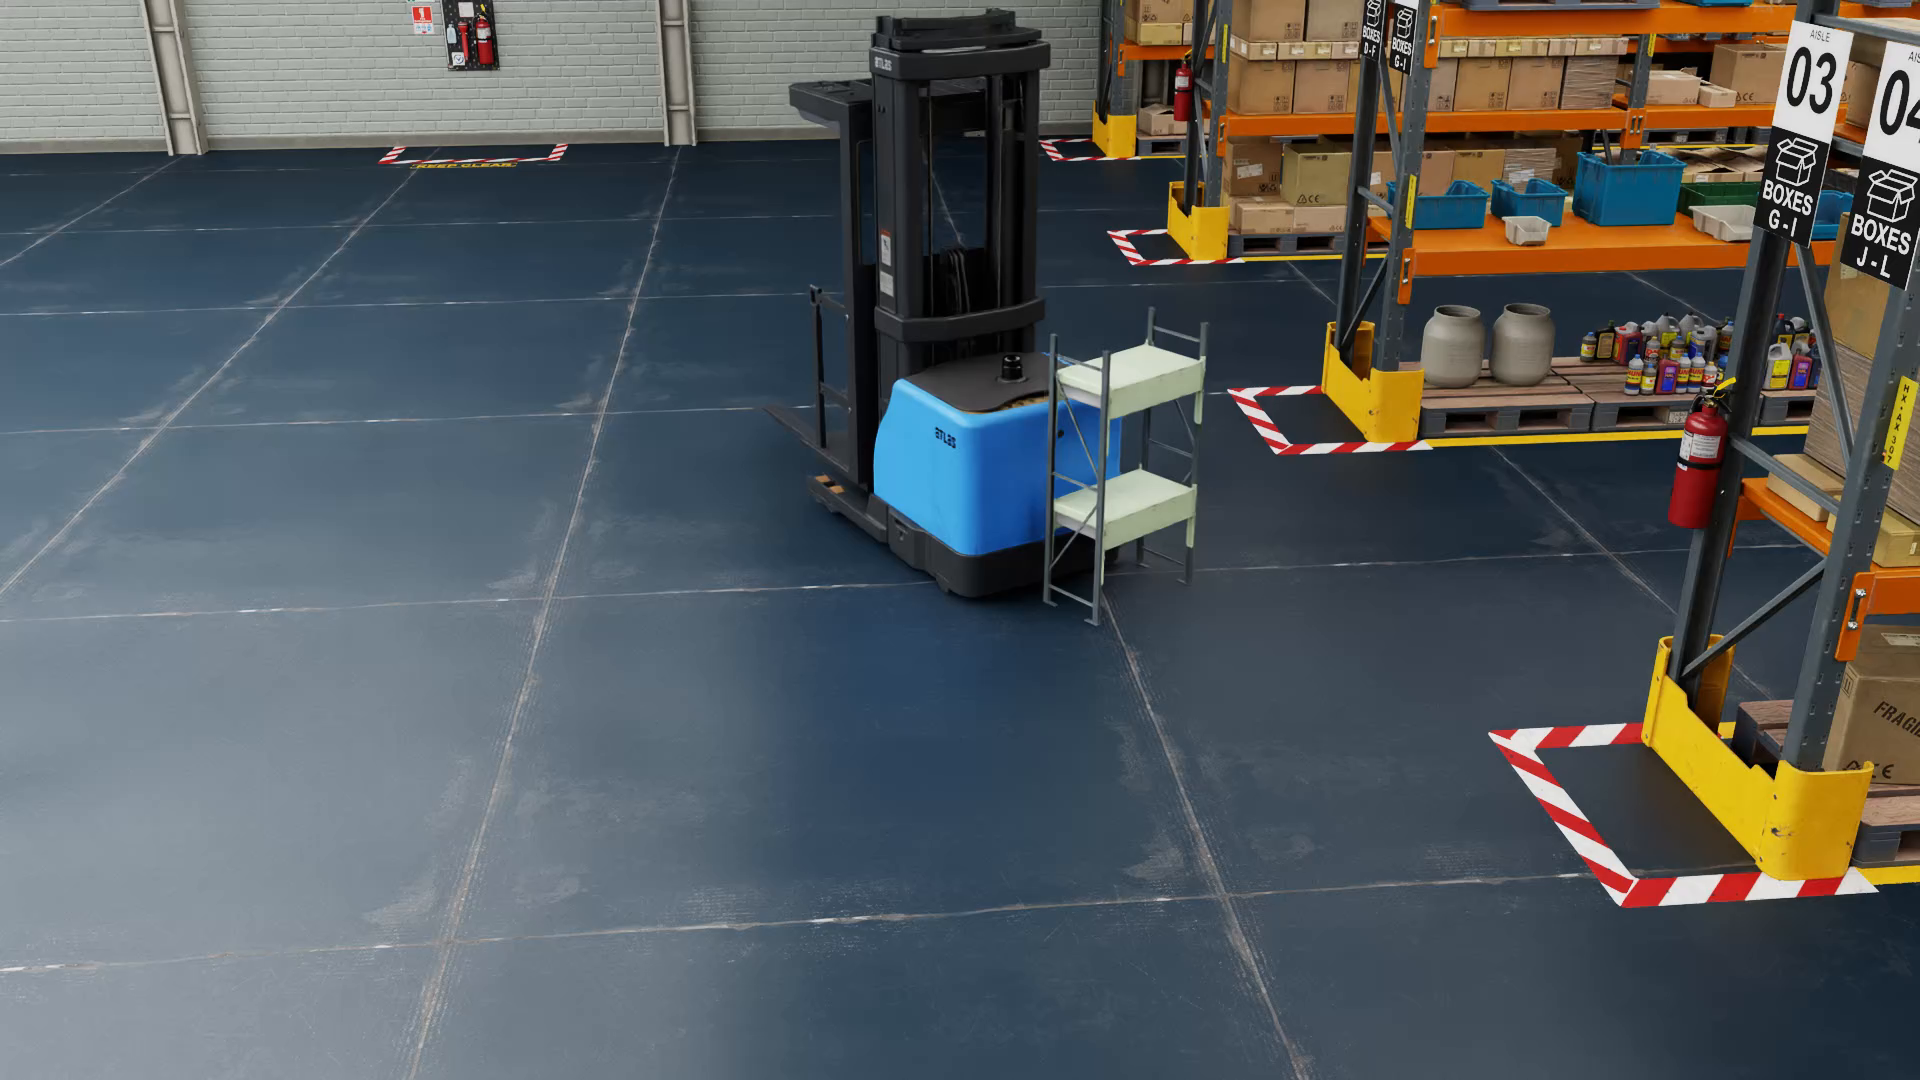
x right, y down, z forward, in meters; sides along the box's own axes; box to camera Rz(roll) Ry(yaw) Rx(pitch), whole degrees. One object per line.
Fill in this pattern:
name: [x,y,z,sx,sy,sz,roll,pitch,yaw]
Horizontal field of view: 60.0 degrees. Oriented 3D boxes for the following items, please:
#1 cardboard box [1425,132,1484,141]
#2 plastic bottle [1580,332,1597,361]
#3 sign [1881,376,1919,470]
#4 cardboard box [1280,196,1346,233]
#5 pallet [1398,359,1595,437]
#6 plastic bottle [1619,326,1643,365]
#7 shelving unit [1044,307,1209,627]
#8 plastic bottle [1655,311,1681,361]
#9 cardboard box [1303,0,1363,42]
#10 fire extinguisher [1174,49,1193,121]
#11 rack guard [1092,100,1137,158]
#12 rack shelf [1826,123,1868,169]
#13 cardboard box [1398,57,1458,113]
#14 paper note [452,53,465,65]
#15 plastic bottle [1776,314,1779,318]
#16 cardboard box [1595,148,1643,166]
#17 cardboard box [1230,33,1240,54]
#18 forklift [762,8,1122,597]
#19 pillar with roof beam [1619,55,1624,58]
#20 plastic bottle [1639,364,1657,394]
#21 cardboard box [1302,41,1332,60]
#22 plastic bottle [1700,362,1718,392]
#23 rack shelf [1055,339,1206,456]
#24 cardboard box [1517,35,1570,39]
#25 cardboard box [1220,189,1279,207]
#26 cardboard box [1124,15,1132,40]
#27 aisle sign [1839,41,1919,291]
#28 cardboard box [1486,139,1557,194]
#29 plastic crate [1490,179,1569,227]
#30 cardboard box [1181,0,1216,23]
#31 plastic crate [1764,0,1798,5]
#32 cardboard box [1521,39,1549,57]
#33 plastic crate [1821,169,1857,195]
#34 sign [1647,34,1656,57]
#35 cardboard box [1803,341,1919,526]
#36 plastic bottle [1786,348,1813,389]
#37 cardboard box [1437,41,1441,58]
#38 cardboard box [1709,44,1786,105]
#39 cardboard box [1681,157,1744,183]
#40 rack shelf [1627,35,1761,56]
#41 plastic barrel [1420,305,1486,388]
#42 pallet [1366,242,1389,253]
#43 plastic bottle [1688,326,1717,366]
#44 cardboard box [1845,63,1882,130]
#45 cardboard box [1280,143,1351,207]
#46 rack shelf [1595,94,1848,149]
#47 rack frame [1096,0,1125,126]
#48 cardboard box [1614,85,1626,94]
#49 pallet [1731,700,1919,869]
cardboard box: [4.818,-3.750,16.440,0.500,0.500,0.500,-2,24,-5]
plastic bottle: [4.592,-1.415,12.144,0.097,0.201,0.097,0,24,0]
sign: [3.348,-0.417,5.928,0.005,0.325,0.100,-2,24,-5]
cardboard box: [3.378,-3.133,15.974,0.500,0.250,0.500,-2,24,-5]
pallet: [3.688,-1.020,11.786,1.213,0.211,1.003,-2,24,-5]
plastic bottle: [4.857,-1.409,12.029,0.133,0.283,0.061,-2,24,-5]
shelving unit: [0.868,-0.393,8.785,0.755,1.500,0.431,-20,31,-37]
plastic bottle: [5.148,-1.496,12.143,0.185,0.351,0.144,-1,24,-3]
cardboard box: [3.366,-4.922,15.410,0.500,0.500,0.700,-3,24,-7]
fire extinguisher: [2.161,-4.392,16.034,0.183,0.674,0.296,-2,24,-5]
rack guard: [1.910,-5.107,20.626,0.348,0.500,1.175,-2,24,-5]
rack shelf: [5.285,-1.362,6.314,4.000,0.370,1.077,-2,24,-5]
cardboard box: [4.331,-4.367,15.758,0.500,0.500,0.700,-2,24,-4]
paper note: [-6.171,-5.920,20.460,0.142,0.148,0.016,-2,24,-5]
plastic bottle: [5.944,-1.528,12.215,0.185,0.351,0.144,-2,24,-4]
cardboard box: [6.680,-3.728,16.622,0.500,0.311,0.500,-2,24,-5]
cardboard box: [2.686,-4.679,15.662,0.250,0.149,0.380,-3,24,-6]
forklift: [-0.284,-1.589,9.716,1.130,2.935,3.031,-13,27,-28]
pillar with roof beam: [8.840,-7.865,16.366,0.400,9.000,9.100,-2,24,-5]
plastic bottle: [4.746,-1.115,11.469,0.097,0.201,0.097,0,24,0]
cardboard box: [3.247,-4.536,15.341,0.250,0.149,0.380,-2,24,-5]
plastic bottle: [5.182,-1.133,11.509,0.097,0.201,0.097,0,24,0]
rack shelf: [0.869,-0.749,8.625,0.720,0.370,0.431,-20,31,-37]
cardboard box: [5.362,-5.002,15.590,0.500,0.500,0.700,-2,24,-5]
cardboard box: [2.829,-3.321,16.397,0.500,0.250,0.500,-2,24,-5]
cardboard box: [2.280,-6.284,20.356,0.500,0.250,0.500,-2,24,-4]
aisle sign: [3.263,-1.305,5.791,0.004,0.787,0.394,-2,24,-5]
cardboard box: [5.367,-3.560,16.012,0.500,0.500,0.500,-2,24,-5]
plastic crate: [3.923,-2.339,11.502,0.408,0.251,0.499,-2,24,-5]
cardboard box: [2.832,-6.443,19.790,0.500,0.500,0.500,-2,24,-5]
plastic crate: [5.231,-3.425,10.393,0.396,0.136,0.243,-2,24,-5]
cardboard box: [5.288,-4.618,15.524,0.250,0.149,0.380,-2,24,-5]
plastic crate: [6.255,-2.404,11.542,0.504,0.338,0.767,-2,24,-5]
sign: [6.361,-4.612,15.269,0.005,0.325,0.100,-2,24,-5]
cardboard box: [3.845,-0.433,6.541,0.500,0.500,0.875,-2,24,-5]
plastic bottle: [5.827,-1.189,11.534,0.133,0.283,0.061,-1,24,-2]
cardboard box: [4.266,-4.576,15.431,0.250,0.149,0.380,-2,24,-5]
cardboard box: [7.596,-4.495,16.047,0.500,0.500,0.500,-1,24,-1]
cardboard box: [7.240,-3.530,16.176,0.500,0.311,0.500,-3,24,-6]
rack shelf: [7.805,-6.158,20.796,4.000,0.370,1.077,-2,24,-5]
plastic barrel: [3.455,-1.355,11.650,0.421,0.512,0.421,0,24,0]
pallet: [4.293,-3.065,16.386,1.213,0.211,1.003,-2,24,-5]
plastic bottle: [5.373,-1.411,12.042,0.135,0.276,0.152,-2,24,-5]
cardboard box: [3.750,-1.664,6.293,0.500,0.250,0.500,-2,24,-4]
cardboard box: [3.378,-3.475,15.820,0.500,0.500,0.500,-2,24,-5]
rack shelf: [8.296,-4.155,16.292,4.000,0.370,1.077,-2,24,-5]
rack frame: [1.834,-6.247,20.111,0.127,3.000,1.000,-2,24,-5]
cardboard box: [8.068,-5.570,21.125,0.500,0.500,0.700,-2,24,-5]
pallet: [4.182,1.013,7.212,1.213,0.211,1.003,-2,24,-5]
